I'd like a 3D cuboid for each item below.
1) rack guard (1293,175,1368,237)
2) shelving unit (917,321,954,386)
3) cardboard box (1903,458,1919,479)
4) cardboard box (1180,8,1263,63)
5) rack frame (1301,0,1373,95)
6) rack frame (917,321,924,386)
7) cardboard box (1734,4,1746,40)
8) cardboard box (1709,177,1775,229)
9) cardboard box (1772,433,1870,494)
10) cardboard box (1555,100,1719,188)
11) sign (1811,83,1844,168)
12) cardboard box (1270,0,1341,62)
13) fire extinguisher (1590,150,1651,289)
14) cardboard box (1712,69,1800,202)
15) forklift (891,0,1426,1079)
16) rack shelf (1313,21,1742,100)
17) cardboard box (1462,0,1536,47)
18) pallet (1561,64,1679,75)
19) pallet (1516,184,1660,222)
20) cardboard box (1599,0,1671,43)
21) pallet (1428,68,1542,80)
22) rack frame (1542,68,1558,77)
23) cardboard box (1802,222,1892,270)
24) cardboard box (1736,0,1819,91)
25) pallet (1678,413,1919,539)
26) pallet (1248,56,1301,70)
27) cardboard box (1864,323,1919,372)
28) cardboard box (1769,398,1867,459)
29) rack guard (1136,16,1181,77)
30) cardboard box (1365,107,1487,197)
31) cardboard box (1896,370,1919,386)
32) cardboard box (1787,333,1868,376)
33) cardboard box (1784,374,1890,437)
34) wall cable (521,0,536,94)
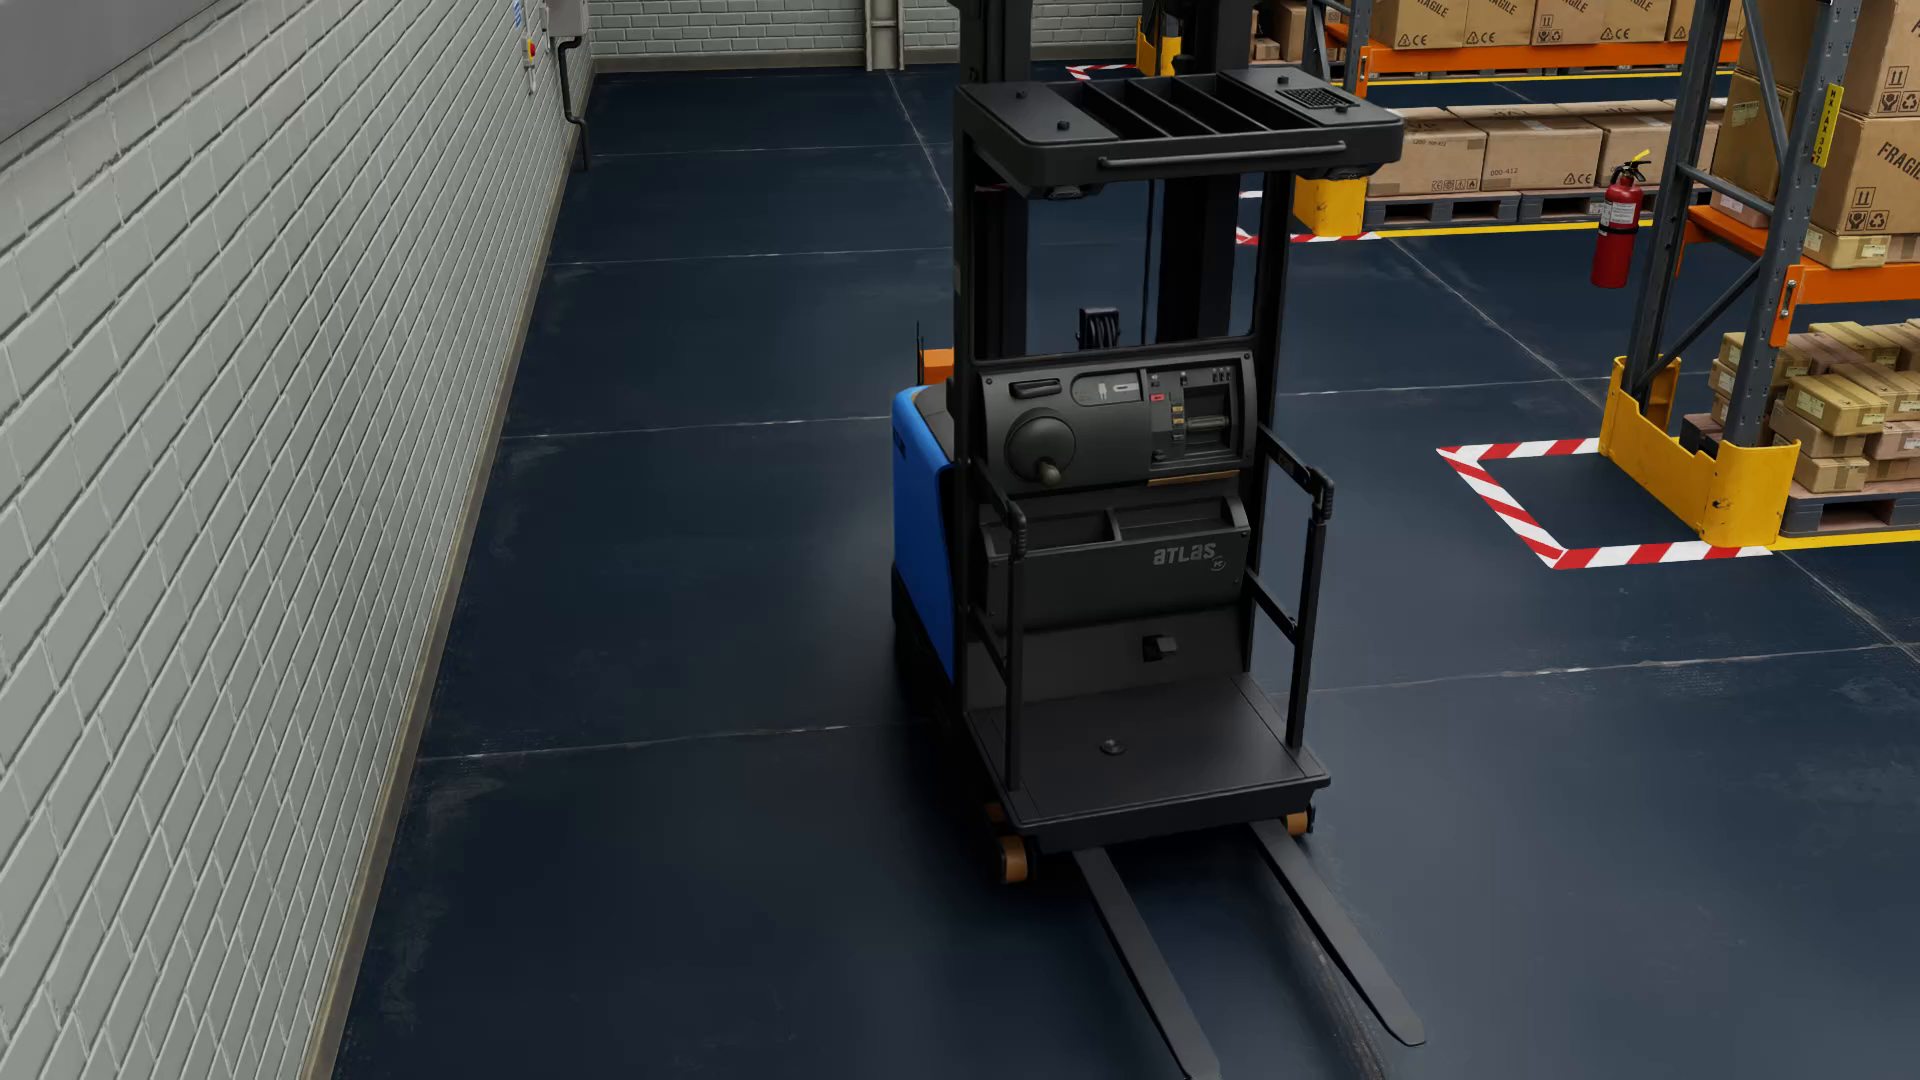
[{"bbox_3d":[2.673,-2.681,12.428,0.348,0.500,1.175,-4,27,-7],"label":"rack guard"},{"bbox_3d":[-0.053,-0.464,7.504,0.252,1.050,0.215,-4,27,-7],"label":"shelving unit"},{"bbox_3d":[4.543,-0.443,7.991,0.250,0.149,0.380,-3,27,-7],"label":"cardboard box"},{"bbox_3d":[2.621,-5.111,16.699,0.637,0.503,0.797,-5,28,-9],"label":"cardboard box"},{"bbox_3d":[2.697,-3.795,11.860,0.127,3.000,1.000,-4,27,-7],"label":"rack frame"},{"bbox_3d":[-0.174,-0.456,7.489,0.008,1.050,0.200,-4,27,-7],"label":"rack frame"},{"bbox_3d":[5.726,-3.913,11.982,0.500,0.500,0.500,-4,27,-8],"label":"cardboard box"},{"bbox_3d":[3.770,-1.600,7.858,0.250,0.149,0.380,-4,27,-7],"label":"cardboard box"},{"bbox_3d":[4.050,-0.370,7.849,0.250,0.149,0.380,-3,27,-6],"label":"cardboard box"},{"bbox_3d":[5.135,-3.047,12.750,0.875,0.438,0.875,-4,27,-9],"label":"cardboard box"},{"bbox_3d":[3.563,-1.703,6.836,0.005,0.325,0.100,-4,27,-7],"label":"sign"},{"bbox_3d":[3.473,-5.146,16.771,0.500,0.500,0.700,-3,27,-5],"label":"cardboard box"},{"bbox_3d":[3.173,-1.556,7.989,0.183,0.674,0.296,-4,27,-7],"label":"fire extinguisher"},{"bbox_3d":[3.896,-1.885,7.703,0.500,0.500,0.500,-3,27,-6],"label":"cardboard box"},{"bbox_3d":[0.581,-0.356,5.234,1.130,2.935,3.031,-7,28,-13],"label":"forklift"},{"bbox_3d":[4.678,-3.602,12.272,4.000,0.370,1.077,-4,27,-7],"label":"rack shelf"},{"bbox_3d":[3.709,-3.785,11.731,0.500,0.500,0.500,-4,27,-8],"label":"cardboard box"},{"bbox_3d":[6.763,-5.121,17.499,1.213,0.211,1.003,-4,27,-7],"label":"pallet"},{"bbox_3d":[4.683,-2.716,12.813,1.213,0.211,1.003,-4,27,-7],"label":"pallet"},{"bbox_3d":[4.709,-3.848,11.855,0.500,0.500,0.500,-3,27,-5],"label":"cardboard box"},{"bbox_3d":[5.283,-5.009,17.281,1.213,0.211,1.003,-4,27,-7],"label":"pallet"},{"bbox_3d":[5.963,-6.293,16.728,0.127,3.000,1.000,-4,27,-7],"label":"rack frame"},{"bbox_3d":[3.853,-1.324,7.320,0.250,0.149,0.380,-4,27,-8],"label":"cardboard box"},{"bbox_3d":[3.905,-2.327,7.468,0.500,0.500,0.500,-4,27,-8],"label":"cardboard box"},{"bbox_3d":[4.372,-0.363,8.227,1.213,0.211,1.003,-4,27,-7],"label":"pallet"},{"bbox_3d":[2.866,-4.854,16.978,1.213,0.211,1.003,-4,27,-7],"label":"pallet"},{"bbox_3d":[4.737,-0.947,8.320,0.250,0.149,0.380,-5,28,-9],"label":"cardboard box"},{"bbox_3d":[4.041,-0.532,7.837,0.250,0.149,0.380,-3,27,-5],"label":"cardboard box"},{"bbox_3d":[2.077,-4.931,16.813,0.348,0.500,1.175,-4,27,-7],"label":"rack guard"},{"bbox_3d":[3.337,-2.929,12.519,0.875,0.438,0.875,-5,28,-9],"label":"cardboard box"},{"bbox_3d":[4.577,-0.656,7.755,0.250,0.149,0.380,-4,27,-7],"label":"cardboard box"},{"bbox_3d":[4.233,-0.885,8.200,0.250,0.149,0.380,-3,27,-6],"label":"cardboard box"},{"bbox_3d":[4.053,-0.626,7.696,0.250,0.149,0.380,-5,28,-9],"label":"cardboard box"},{"bbox_3d":[-2.883,-3.892,10.901,0.123,1.953,0.585,-4,27,-7],"label":"wall cable"}]
